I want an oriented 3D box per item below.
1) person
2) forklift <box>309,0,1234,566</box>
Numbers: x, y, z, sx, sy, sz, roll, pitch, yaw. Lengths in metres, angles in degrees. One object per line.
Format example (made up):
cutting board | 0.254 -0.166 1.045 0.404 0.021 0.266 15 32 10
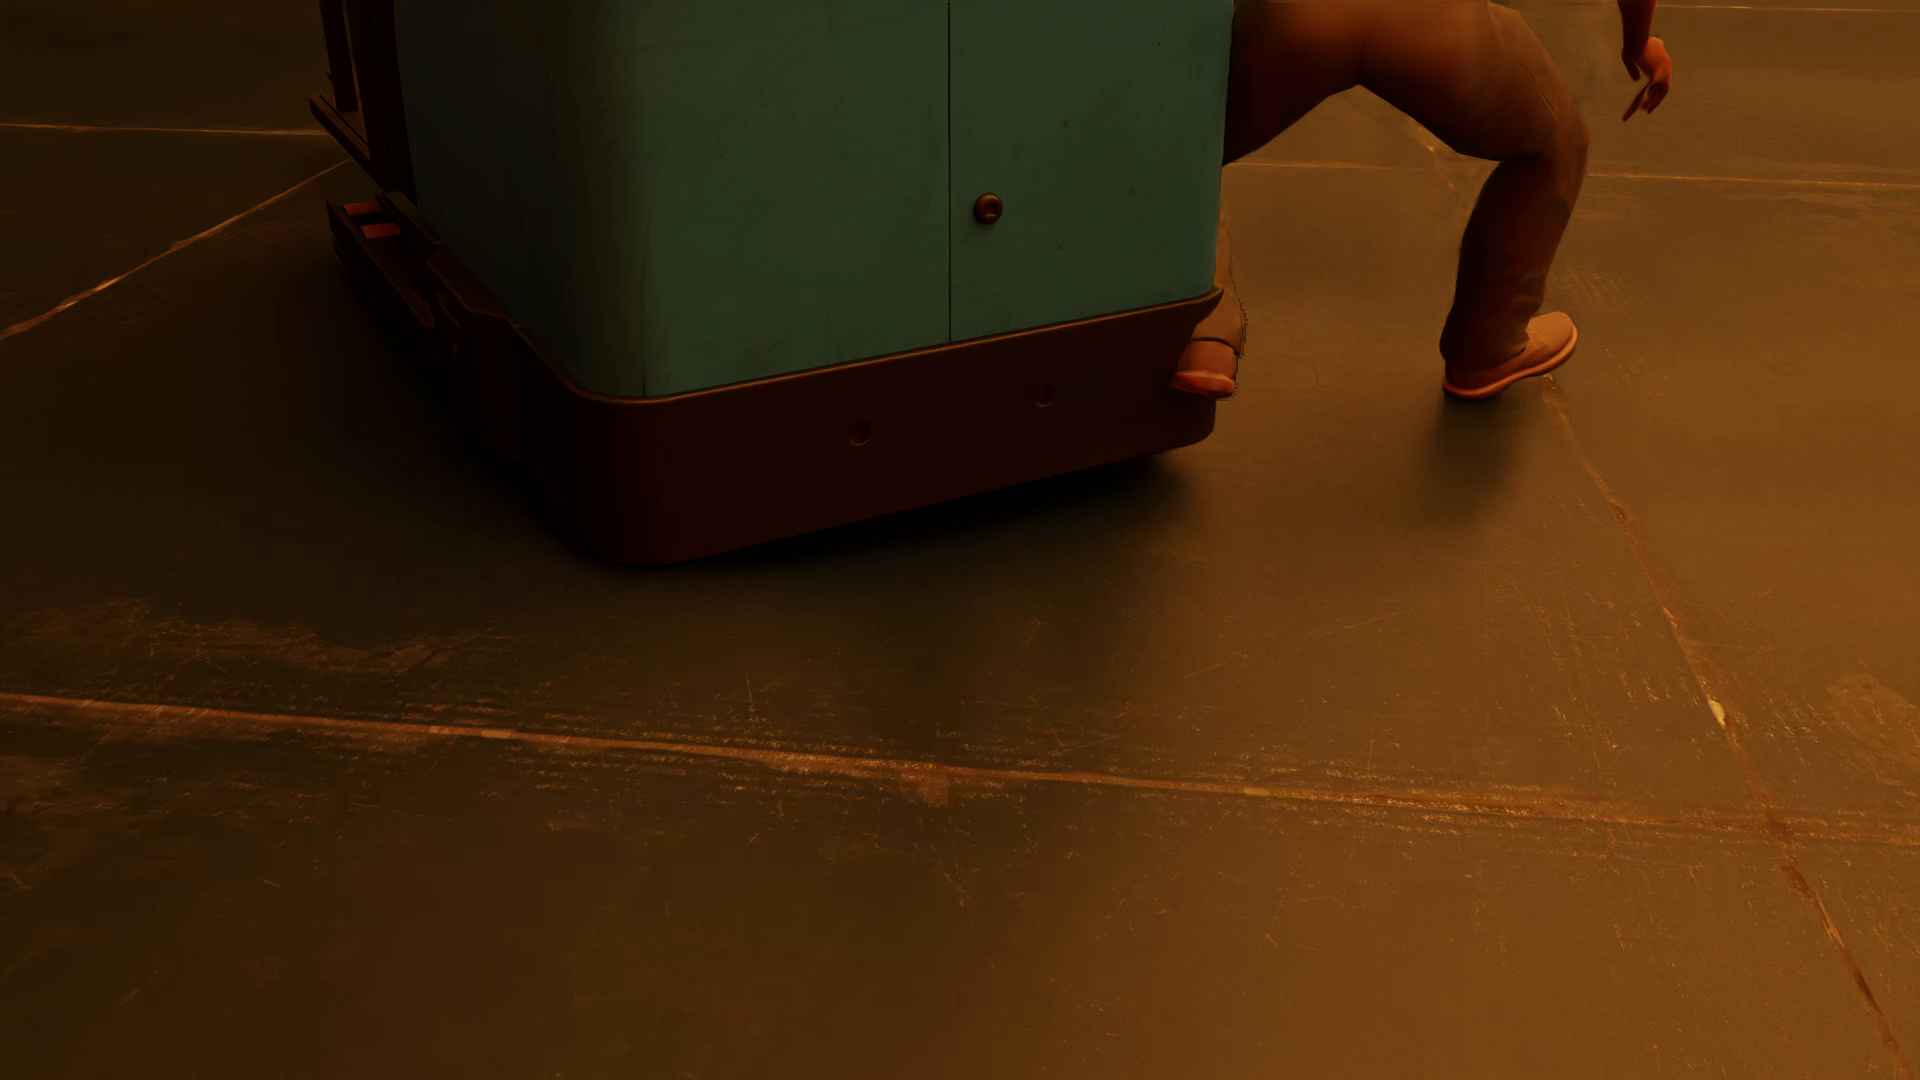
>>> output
person | 0.594 -0.826 2.611 1.097 1.387 0.739 5 27 10
forklift | -0.732 -1.900 3.025 1.130 2.935 3.031 -14 30 -25
